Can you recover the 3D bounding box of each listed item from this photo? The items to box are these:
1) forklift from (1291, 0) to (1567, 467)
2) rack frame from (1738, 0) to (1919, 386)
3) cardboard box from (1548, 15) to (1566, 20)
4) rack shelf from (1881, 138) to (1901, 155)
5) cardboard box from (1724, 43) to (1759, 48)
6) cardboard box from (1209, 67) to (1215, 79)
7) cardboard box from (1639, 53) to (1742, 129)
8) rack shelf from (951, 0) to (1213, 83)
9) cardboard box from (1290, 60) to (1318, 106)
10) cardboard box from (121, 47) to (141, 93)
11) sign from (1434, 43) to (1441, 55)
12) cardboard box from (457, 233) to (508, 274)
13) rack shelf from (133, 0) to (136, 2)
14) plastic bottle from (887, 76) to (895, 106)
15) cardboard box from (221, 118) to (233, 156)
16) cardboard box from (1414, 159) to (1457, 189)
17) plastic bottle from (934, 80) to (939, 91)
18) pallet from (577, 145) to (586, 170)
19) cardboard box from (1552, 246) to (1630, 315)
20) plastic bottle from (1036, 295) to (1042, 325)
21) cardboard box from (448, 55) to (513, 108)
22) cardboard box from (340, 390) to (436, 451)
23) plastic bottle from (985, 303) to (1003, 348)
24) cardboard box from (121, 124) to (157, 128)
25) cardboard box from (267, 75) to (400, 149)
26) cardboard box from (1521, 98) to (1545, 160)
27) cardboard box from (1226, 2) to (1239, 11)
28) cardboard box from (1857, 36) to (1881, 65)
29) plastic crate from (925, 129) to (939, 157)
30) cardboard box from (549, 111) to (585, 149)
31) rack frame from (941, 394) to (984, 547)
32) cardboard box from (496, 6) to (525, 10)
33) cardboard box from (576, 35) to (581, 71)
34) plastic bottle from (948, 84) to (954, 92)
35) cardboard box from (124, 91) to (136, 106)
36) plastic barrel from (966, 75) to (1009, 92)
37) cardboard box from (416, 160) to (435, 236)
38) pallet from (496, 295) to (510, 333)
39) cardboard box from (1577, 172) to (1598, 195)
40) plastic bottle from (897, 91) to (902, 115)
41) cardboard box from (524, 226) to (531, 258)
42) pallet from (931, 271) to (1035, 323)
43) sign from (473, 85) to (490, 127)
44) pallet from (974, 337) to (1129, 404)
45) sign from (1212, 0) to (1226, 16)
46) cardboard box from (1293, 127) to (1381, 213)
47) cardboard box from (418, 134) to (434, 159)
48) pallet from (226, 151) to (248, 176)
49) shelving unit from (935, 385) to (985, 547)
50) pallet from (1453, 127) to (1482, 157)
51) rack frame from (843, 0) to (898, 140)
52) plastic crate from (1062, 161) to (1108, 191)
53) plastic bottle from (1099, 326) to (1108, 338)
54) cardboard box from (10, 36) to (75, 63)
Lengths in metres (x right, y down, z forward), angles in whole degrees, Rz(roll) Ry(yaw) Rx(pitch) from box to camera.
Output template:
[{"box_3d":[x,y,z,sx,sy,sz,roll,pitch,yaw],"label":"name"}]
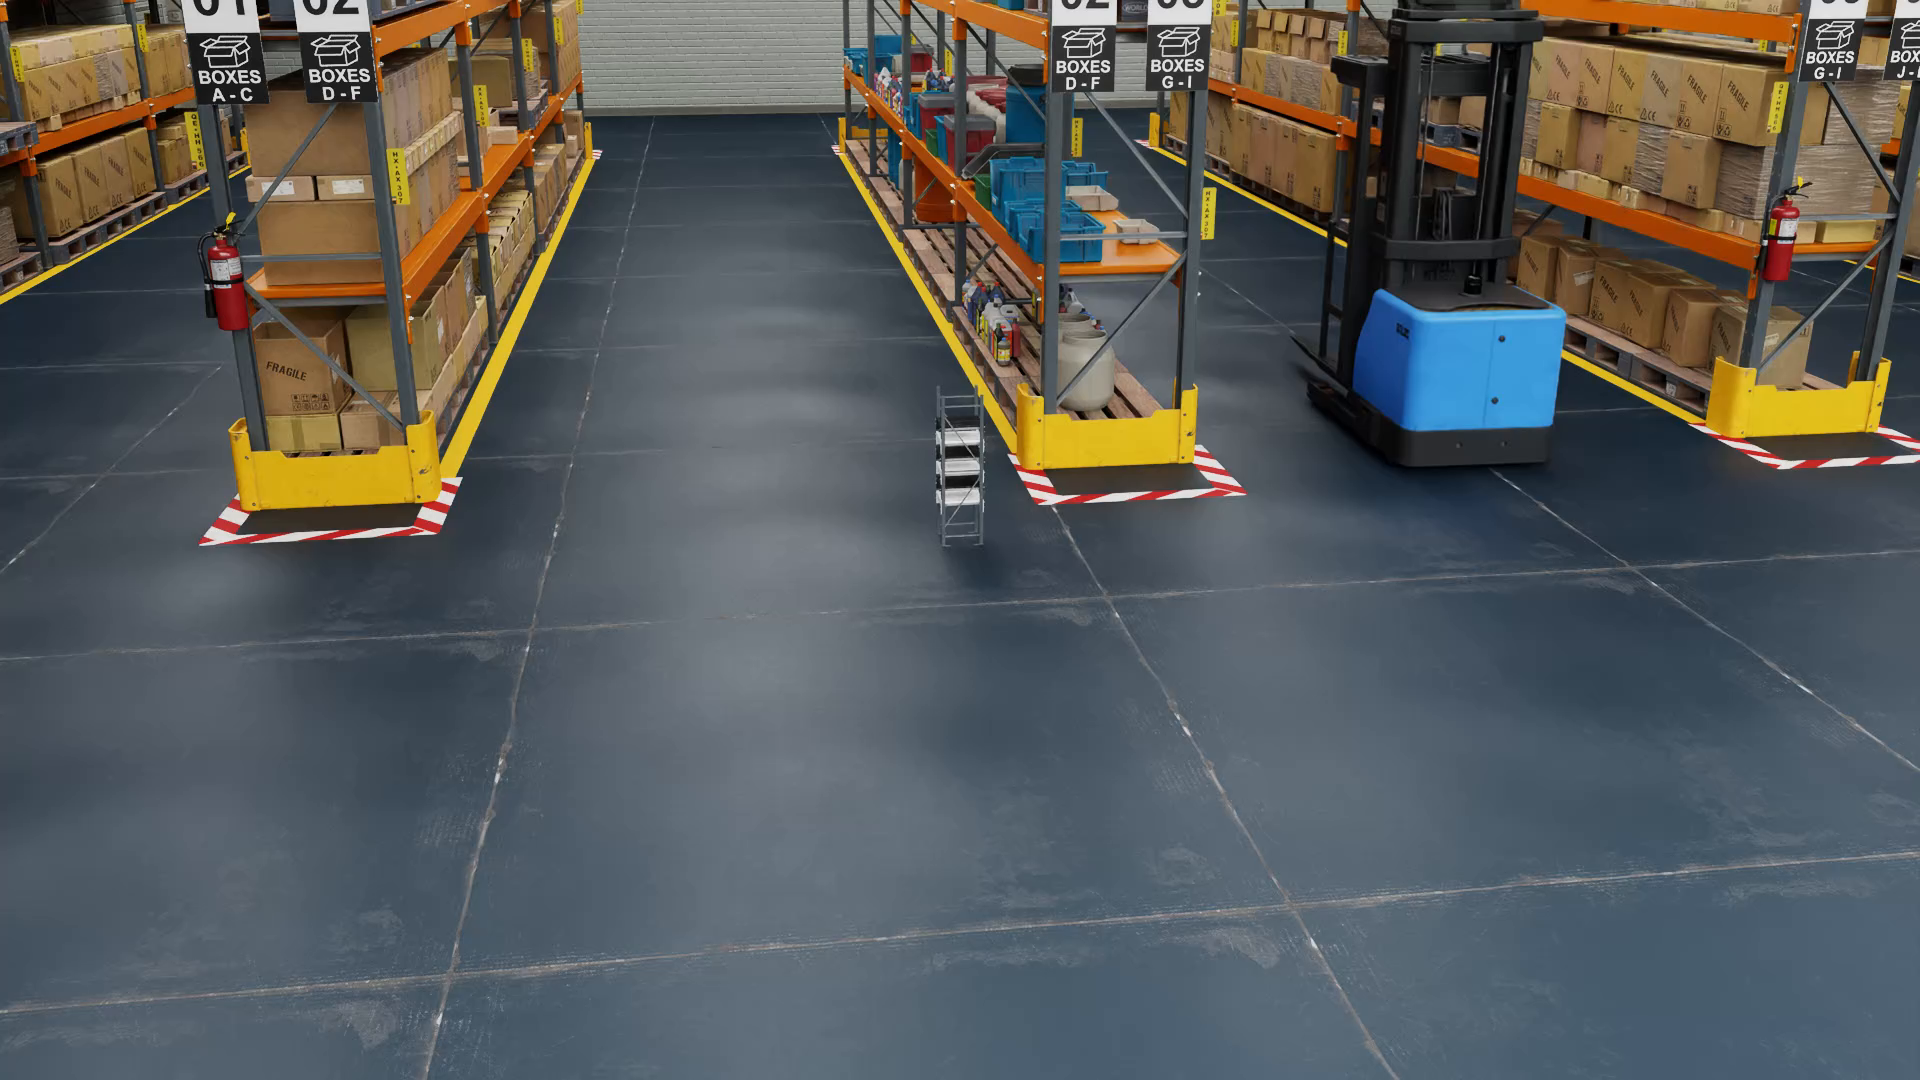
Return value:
[{"box_3d":[3.206,-2.321,11.743,1.130,2.935,3.031,-2,21,-6],"label":"forklift"},{"box_3d":[5.934,-2.177,11.258,1.000,3.000,0.127,-3,21,-8],"label":"rack frame"},{"box_3d":[8.711,-7.529,23.591,0.500,0.500,0.500,-4,21,-9],"label":"cardboard box"},{"box_3d":[9.992,-4.133,17.522,1.077,0.370,4.000,-3,21,-8],"label":"rack shelf"},{"box_3d":[9.678,-6.053,20.544,0.380,0.149,0.250,-2,21,-5],"label":"cardboard box"},{"box_3d":[3.725,-6.570,23.379,0.380,0.149,0.250,-3,21,-7],"label":"cardboard box"},{"box_3d":[5.463,-3.356,12.416,0.500,0.500,0.500,-3,21,-8],"label":"cardboard box"},{"box_3d":[0.744,-3.688,12.044,1.077,0.370,4.000,-3,21,-8],"label":"rack shelf"},{"box_3d":[4.320,-5.505,20.024,0.500,0.500,0.500,-4,21,-10],"label":"cardboard box"},{"box_3d":[-10.185,-5.631,19.908,0.500,0.500,0.500,-3,21,-9],"label":"cardboard box"},{"box_3d":[5.316,-5.483,18.567,0.100,0.325,0.005,-3,21,-8],"label":"sign"},{"box_3d":[-4.326,-2.564,14.822,0.500,0.311,0.500,-3,21,-8],"label":"cardboard box"},{"box_3d":[-10.789,-7.343,21.830,1.077,0.370,4.000,-3,21,-8],"label":"rack shelf"},{"box_3d":[-0.794,-5.356,19.839,0.144,0.351,0.185,-3,21,-8],"label":"plastic bottle"},{"box_3d":[-10.878,-5.756,23.812,0.700,0.500,0.500,-3,21,-8],"label":"cardboard box"},{"box_3d":[4.993,-3.920,17.795,0.500,0.250,0.500,-1,20,-2],"label":"cardboard box"},{"box_3d":[-0.263,-5.461,20.234,0.097,0.271,0.097,0,20,0],"label":"plastic bottle"},{"box_3d":[-6.049,-5.610,24.434,1.003,0.211,1.213,-3,21,-8],"label":"pallet"},{"box_3d":[5.465,-2.249,14.423,0.500,0.500,0.500,4,21,9],"label":"cardboard box"},{"box_3d":[0.719,-1.951,13.917,0.152,0.276,0.135,-3,21,-8],"label":"plastic bottle"},{"box_3d":[-5.225,-4.904,17.817,0.700,0.500,0.500,-10,23,-26],"label":"cardboard box"},{"box_3d":[-3.727,-0.784,10.858,0.500,0.250,0.500,-3,21,-8],"label":"cardboard box"},{"box_3d":[0.277,-1.700,13.138,0.144,0.351,0.185,-2,21,-6],"label":"plastic bottle"},{"box_3d":[-10.799,-5.389,21.904,0.380,0.149,0.250,-4,21,-9],"label":"cardboard box"},{"box_3d":[-4.013,-2.696,10.649,0.700,0.500,0.500,-3,21,-9],"label":"cardboard box"},{"box_3d":[5.361,-3.589,14.471,0.875,0.500,0.500,-3,21,-8],"label":"cardboard box"},{"box_3d":[3.958,-7.982,25.517,0.500,0.500,0.500,-3,21,-7],"label":"cardboard box"},{"box_3d":[9.908,-5.169,17.696,0.700,0.500,0.500,-3,21,-9],"label":"cardboard box"},{"box_3d":[-0.074,-3.802,15.910,0.450,0.188,0.662,-3,21,-8],"label":"plastic crate"},{"box_3d":[-5.854,-6.078,24.645,0.500,0.500,0.500,-3,21,-8],"label":"cardboard box"},{"box_3d":[0.014,-0.389,9.472,0.240,0.900,0.006,-3,21,-8],"label":"rack frame"},{"box_3d":[-6.078,-6.862,22.231,0.500,0.500,0.500,-3,21,-7],"label":"cardboard box"},{"box_3d":[-5.842,-7.124,24.360,0.500,0.500,0.500,-2,21,-6],"label":"cardboard box"},{"box_3d":[-0.063,-5.285,19.757,0.152,0.276,0.135,-3,21,-8],"label":"plastic bottle"},{"box_3d":[-10.112,-5.285,19.910,0.380,0.149,0.250,-3,21,-7],"label":"cardboard box"},{"box_3d":[0.246,-4.615,17.592,0.600,0.536,0.708,-3,21,-8],"label":"plastic barrel"},{"box_3d":[-4.150,-2.424,11.775,0.700,0.500,0.500,-2,21,-6],"label":"cardboard box"},{"box_3d":[-4.591,-2.010,14.797,1.003,0.211,1.213,-3,21,-8],"label":"pallet"},{"box_3d":[5.295,-2.923,13.614,0.380,0.149,0.250,-3,21,-8],"label":"cardboard box"},{"box_3d":[-0.661,-4.943,18.849,0.097,0.271,0.097,0,20,0],"label":"plastic bottle"},{"box_3d":[-4.628,-3.009,16.815,0.500,0.250,0.500,-3,21,-8],"label":"cardboard box"},{"box_3d":[0.304,-2.276,15.507,1.003,0.211,1.213,-3,21,-8],"label":"pallet"},{"box_3d":[-3.897,-3.535,13.542,0.100,0.325,0.005,-3,21,-8],"label":"sign"},{"box_3d":[0.691,-1.348,13.023,1.003,0.211,1.213,-3,21,-8],"label":"pallet"},{"box_3d":[1.578,-3.363,10.133,0.100,0.325,0.005,-3,21,-8],"label":"sign"},{"box_3d":[4.702,-4.388,19.615,1.225,0.875,0.875,-4,21,-10],"label":"cardboard box"},{"box_3d":[-3.972,-2.799,11.854,0.380,0.149,0.250,-2,21,-6],"label":"cardboard box"},{"box_3d":[-10.885,-5.388,23.840,1.003,0.211,1.213,-3,21,-8],"label":"pallet"},{"box_3d":[-0.001,-0.424,9.566,0.258,0.900,0.210,-3,21,-8],"label":"shelving unit"},{"box_3d":[5.391,-3.744,15.727,1.003,0.211,1.213,-3,21,-8],"label":"pallet"},{"box_3d":[-1.274,-7.467,25.421,1.000,3.000,0.127,-3,21,-8],"label":"rack frame"},{"box_3d":[0.884,-2.873,13.334,0.499,0.251,0.616,-3,21,-8],"label":"plastic crate"},{"box_3d":[1.080,-1.499,12.712,0.097,0.271,0.097,0,20,0],"label":"plastic bottle"},{"box_3d":[-9.889,-5.273,17.880,0.500,0.250,0.500,-3,21,-7],"label":"cardboard box"}]
